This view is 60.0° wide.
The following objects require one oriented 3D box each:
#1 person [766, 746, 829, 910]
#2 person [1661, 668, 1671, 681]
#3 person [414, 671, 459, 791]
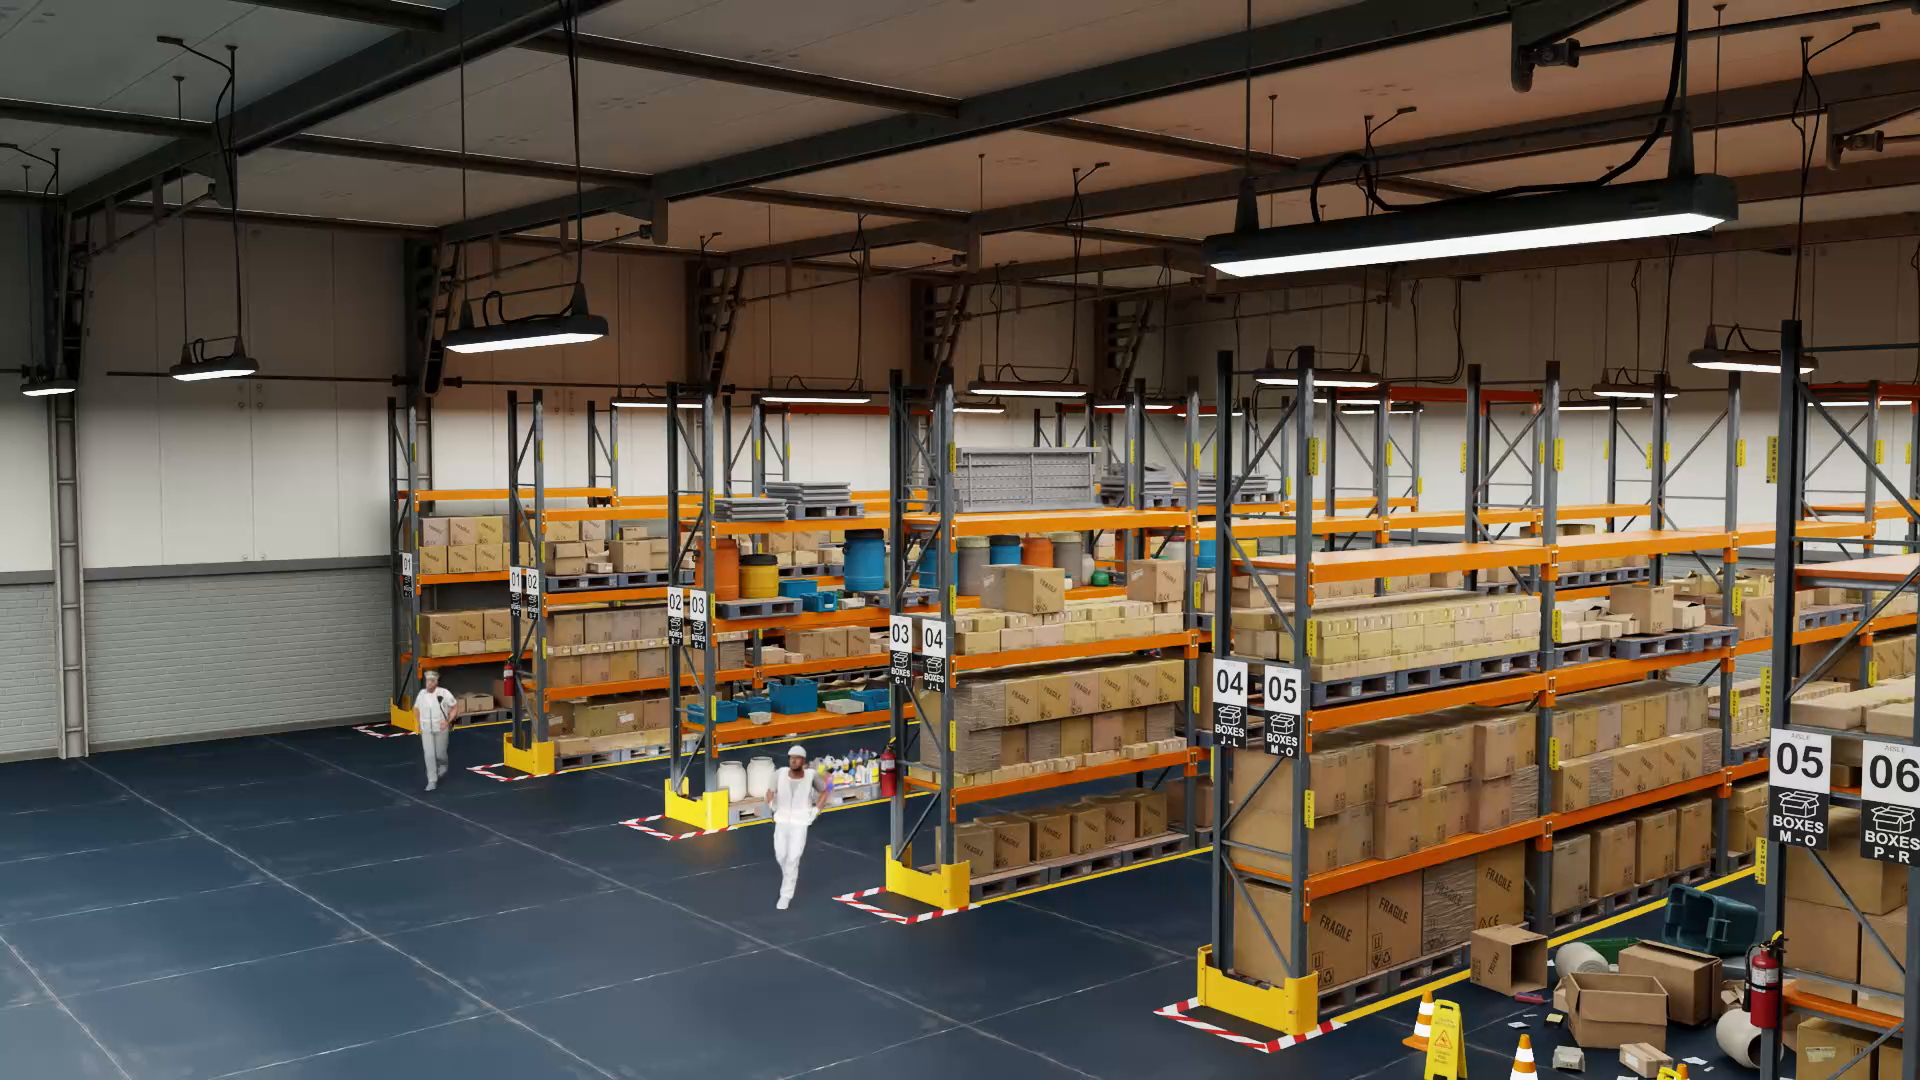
[{"bbox_3d":[-1.849,3.188,18.734,0.690,1.778,0.879,1,3,10],"label":"person"},{"bbox_3d":[12.656,2.608,30.280,0.627,1.658,0.862,-2,4,-26],"label":"person"},{"bbox_3d":[-7.861,2.827,24.971,0.659,1.777,0.776,0,3,-4],"label":"person"}]
